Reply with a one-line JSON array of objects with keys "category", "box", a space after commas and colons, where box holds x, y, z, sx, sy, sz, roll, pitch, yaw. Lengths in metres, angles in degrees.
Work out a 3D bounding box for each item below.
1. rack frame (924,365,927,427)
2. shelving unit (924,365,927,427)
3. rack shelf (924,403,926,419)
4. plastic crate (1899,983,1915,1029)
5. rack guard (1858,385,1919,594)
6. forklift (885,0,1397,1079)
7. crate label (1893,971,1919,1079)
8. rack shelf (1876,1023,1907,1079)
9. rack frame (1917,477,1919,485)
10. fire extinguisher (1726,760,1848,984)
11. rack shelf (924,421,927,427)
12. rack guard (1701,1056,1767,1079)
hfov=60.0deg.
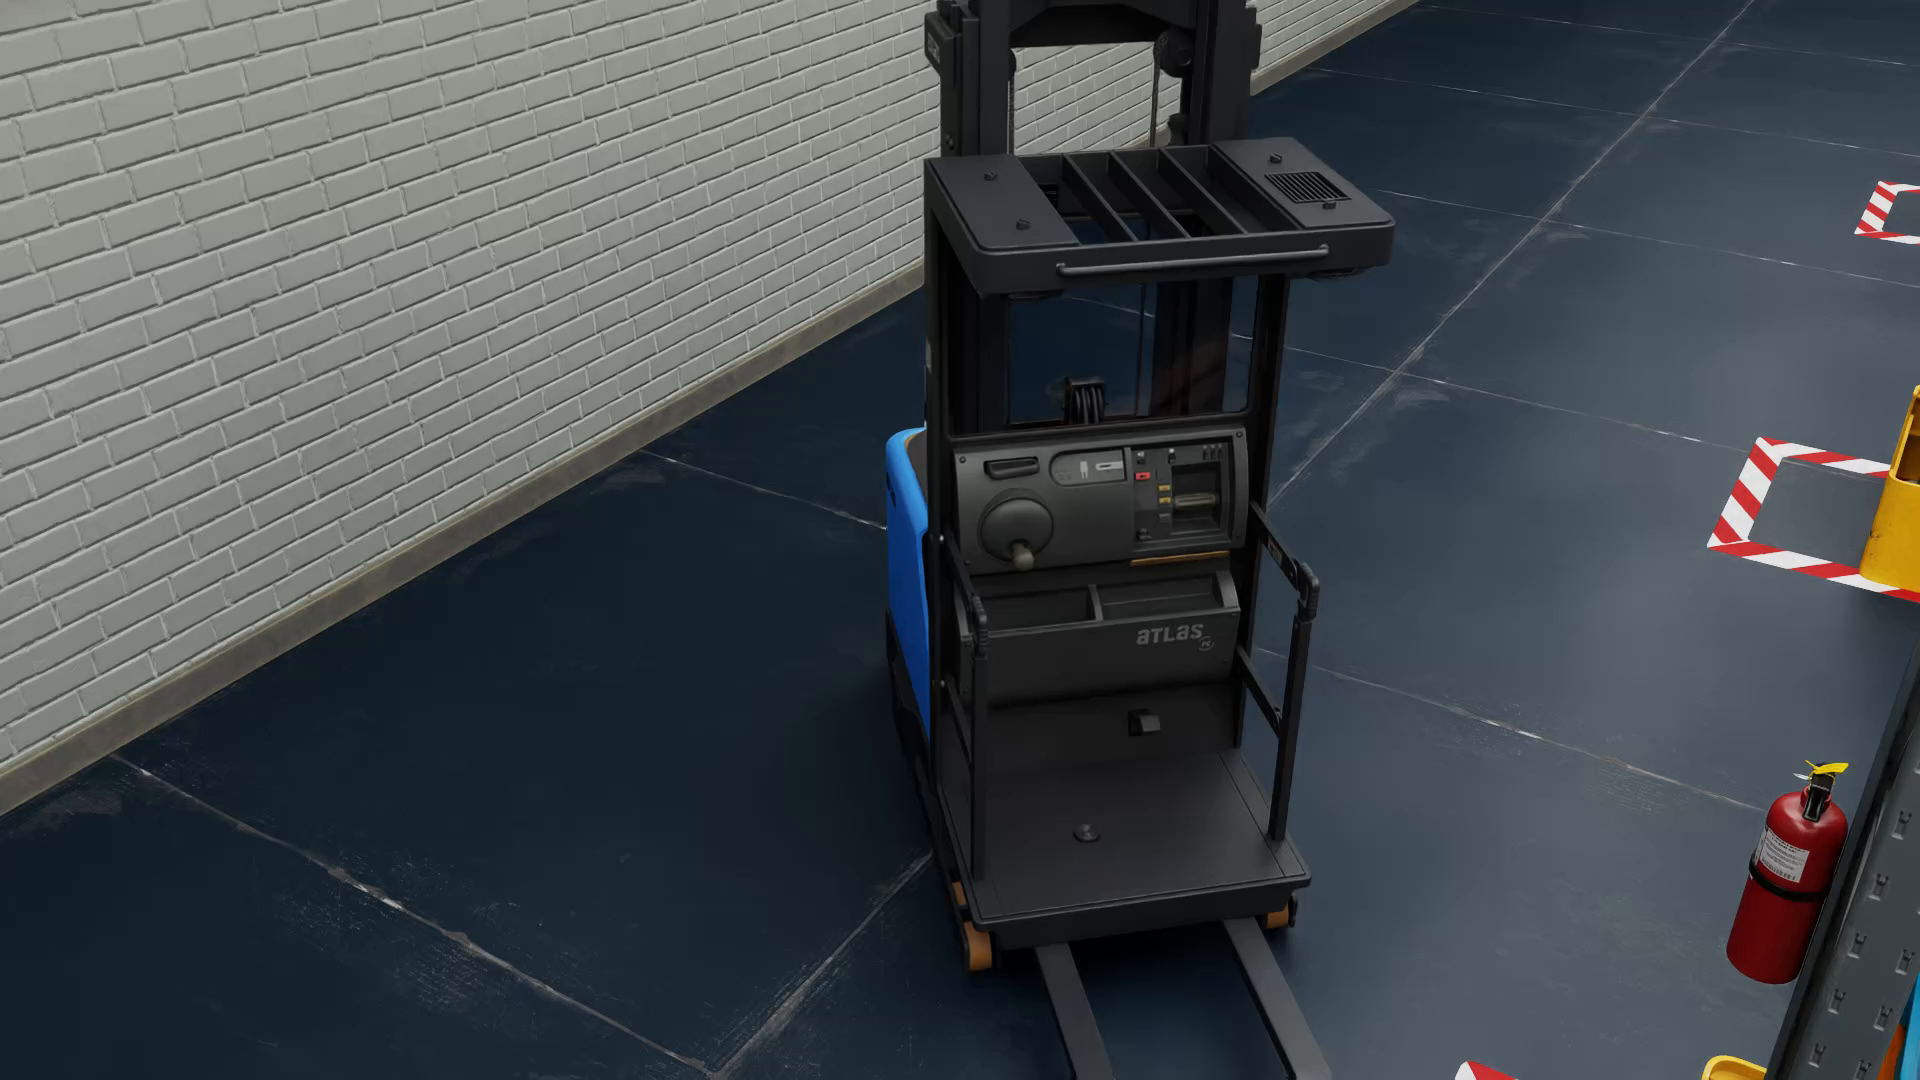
[{"category": "rack frame", "box": [-0.093, -0.418, 7.574, 0.006, 0.900, 0.240, 18, 35, 27]}, {"category": "shelving unit", "box": [-0.007, -0.391, 7.527, 0.210, 0.900, 0.258, 18, 35, 27]}, {"category": "rack shelf", "box": [-0.007, -0.595, 7.408, 0.200, 0.077, 0.258, 18, 35, 27]}, {"category": "plastic crate", "box": [2.250, 0.757, 3.381, 0.499, 0.435, 0.616, 18, 35, 27]}, {"category": "rack guard", "box": [4.480, -0.252, 7.686, 0.348, 0.500, 1.175, 18, 35, 27]}, {"category": "forklift", "box": [0.488, -0.079, 4.977, 1.130, 2.935, 3.031, -6, 31, -10]}, {"category": "crate label", "box": [1.901, 1.042, 3.095, 0.303, 0.233, 0.416, 18, 35, 27]}, {"category": "rack shelf", "box": [3.561, 1.635, 2.685, 4.000, 0.370, 1.077, 18, 35, 27]}, {"category": "rack frame", "box": [4.500, -1.325, 7.045, 0.127, 3.000, 1.000, 18, 35, 27]}, {"category": "fire extinguisher", "box": [1.981, 0.749, 3.937, 0.183, 0.674, 0.296, 18, 35, 27]}, {"category": "rack shelf", "box": [-0.007, -0.518, 7.453, 0.200, 0.077, 0.258, 18, 35, 27]}, {"category": "rack guard", "box": [1.840, 1.867, 4.053, 0.348, 0.500, 1.175, 18, 35, 27]}]
